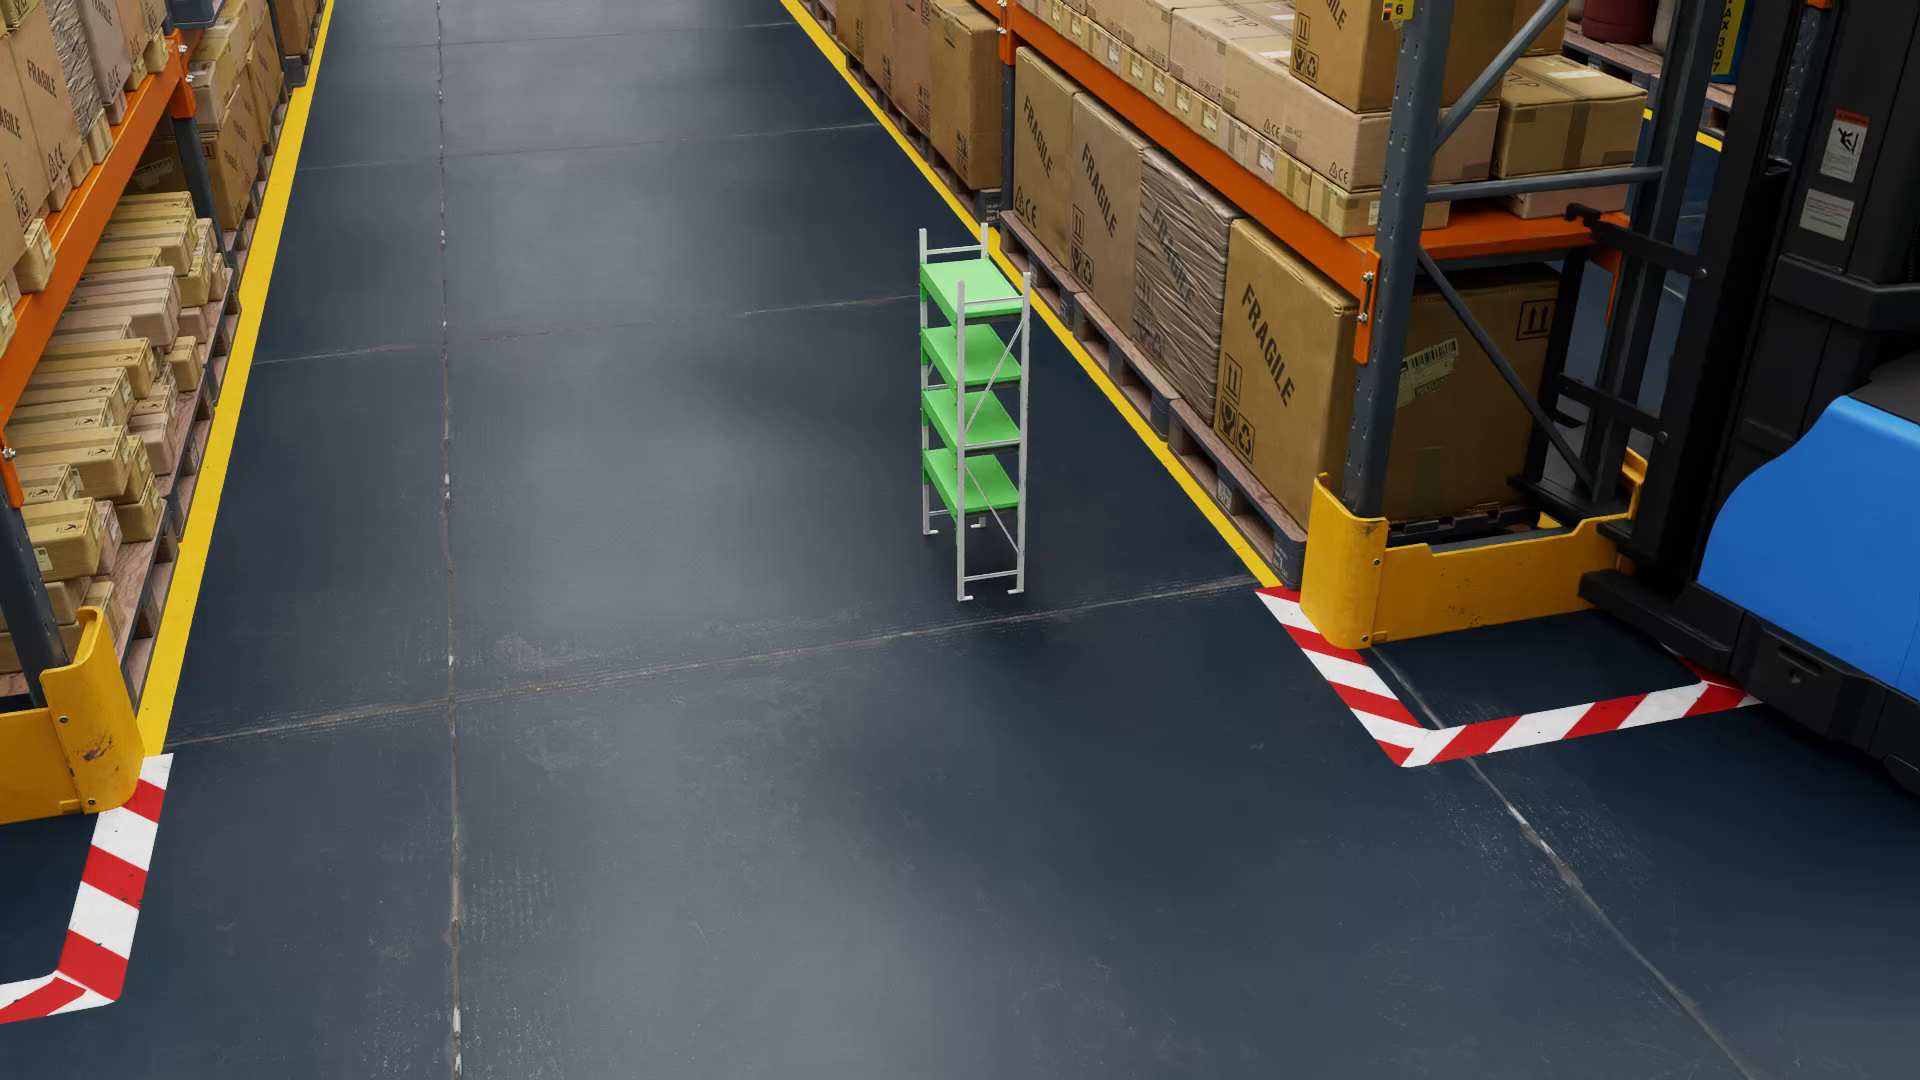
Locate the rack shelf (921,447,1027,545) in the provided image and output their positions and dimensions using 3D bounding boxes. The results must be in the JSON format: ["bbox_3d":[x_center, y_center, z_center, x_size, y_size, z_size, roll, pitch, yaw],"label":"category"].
[{"bbox_3d":[0.044,-0.176,5.964,0.258,0.148,0.480,-8,31,-13],"label":"rack shelf"}]

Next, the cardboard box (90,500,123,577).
[{"bbox_3d":[-2.938,0.016,5.358,0.380,0.149,0.250,-8,31,-14],"label":"cardboard box"}]

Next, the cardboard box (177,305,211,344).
[{"bbox_3d":[-3.537,-0.961,7.342,0.380,0.149,0.250,-9,31,-15],"label":"cardboard box"}]

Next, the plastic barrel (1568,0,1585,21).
[{"bbox_3d":[4.815,-4.224,12.618,0.421,0.512,0.421,0,30,0],"label":"plastic barrel"}]

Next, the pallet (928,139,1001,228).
[{"bbox_3d":[0.441,-2.179,9.804,1.003,0.211,1.213,-8,31,-13],"label":"pallet"}]

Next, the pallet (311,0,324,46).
[{"bbox_3d":[-5.609,-4.117,13.152,1.003,0.211,1.213,-8,31,-13],"label":"pallet"}]

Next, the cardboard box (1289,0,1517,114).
[{"bbox_3d":[1.398,-1.680,5.263,0.500,0.500,0.500,-7,31,-13],"label":"cardboard box"}]

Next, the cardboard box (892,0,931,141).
[{"bbox_3d":[0.292,-3.023,10.181,1.225,0.875,0.875,-9,31,-15],"label":"cardboard box"}]

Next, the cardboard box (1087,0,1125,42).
[{"bbox_3d":[0.861,-2.335,7.143,0.500,0.250,0.500,-7,31,-12],"label":"cardboard box"}]

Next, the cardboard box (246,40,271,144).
[{"bbox_3d":[-4.435,-2.657,9.922,0.500,0.500,0.500,-9,31,-16],"label":"cardboard box"}]

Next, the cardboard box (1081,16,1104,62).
[{"bbox_3d":[0.757,-2.223,7.347,0.380,0.149,0.250,-8,31,-14],"label":"cardboard box"}]

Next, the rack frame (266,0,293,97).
[{"bbox_3d":[-5.152,-4.345,10.762,1.000,3.000,0.127,-8,31,-13],"label":"rack frame"}]

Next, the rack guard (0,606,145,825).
[{"bbox_3d":[-3.048,0.564,4.776,1.175,0.500,0.348,-8,31,-13],"label":"rack guard"}]

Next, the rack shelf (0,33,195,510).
[{"bbox_3d":[-3.559,-1.135,5.935,1.077,0.370,4.000,-8,31,-13],"label":"rack shelf"}]

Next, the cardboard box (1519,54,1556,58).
[{"bbox_3d":[1.769,-1.673,5.999,0.500,0.250,0.500,-8,31,-14],"label":"cardboard box"}]

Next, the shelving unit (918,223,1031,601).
[{"bbox_3d":[0.044,-0.439,5.811,0.258,1.200,0.503,-8,31,-13],"label":"shelving unit"}]

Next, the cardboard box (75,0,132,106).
[{"bbox_3d":[-3.422,-1.897,6.137,0.500,0.500,0.500,-8,31,-14],"label":"cardboard box"}]

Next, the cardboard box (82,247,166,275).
[{"bbox_3d":[-3.572,-1.108,7.002,0.380,0.149,0.250,-7,31,-12],"label":"cardboard box"}]

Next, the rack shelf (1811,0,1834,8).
[{"bbox_3d":[6.025,-2.405,8.128,1.077,0.370,4.000,-8,31,-13],"label":"rack shelf"}]

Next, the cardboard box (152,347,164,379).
[{"bbox_3d":[-3.418,-0.737,6.658,0.380,0.149,0.250,-9,31,-16],"label":"cardboard box"}]

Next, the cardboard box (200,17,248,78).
[{"bbox_3d":[-4.306,-2.733,9.305,0.500,0.250,0.500,-7,31,-11],"label":"cardboard box"}]

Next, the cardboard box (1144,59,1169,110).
[{"bbox_3d":[0.963,-1.849,6.701,0.380,0.149,0.250,-7,31,-12],"label":"cardboard box"}]

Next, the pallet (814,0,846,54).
[{"bbox_3d":[-0.549,-4.126,13.168,1.003,0.211,1.213,-8,31,-13],"label":"pallet"}]

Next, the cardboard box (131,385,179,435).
[{"bbox_3d":[-3.282,-0.470,6.494,0.380,0.149,0.250,-8,31,-13],"label":"cardboard box"}]

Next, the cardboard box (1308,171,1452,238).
[{"bbox_3d":[1.369,-1.111,5.426,0.380,0.149,0.250,-7,31,-12],"label":"cardboard box"}]

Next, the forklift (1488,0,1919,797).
[{"bbox_3d":[2.592,-1.186,5.374,1.130,2.935,3.031,-17,34,-26],"label":"forklift"}]

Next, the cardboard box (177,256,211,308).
[{"bbox_3d":[-3.528,-1.123,7.326,0.380,0.149,0.250,-9,31,-15],"label":"cardboard box"}]

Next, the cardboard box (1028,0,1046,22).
[{"bbox_3d":[0.546,-2.601,8.000,0.380,0.149,0.250,-9,31,-15],"label":"cardboard box"}]

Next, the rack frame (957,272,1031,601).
[{"bbox_3d":[0.109,-0.321,5.608,0.240,1.200,0.015,-8,31,-13],"label":"rack frame"}]

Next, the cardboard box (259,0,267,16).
[{"bbox_3d":[-4.717,-3.474,10.584,0.500,0.250,0.500,-9,31,-14],"label":"cardboard box"}]

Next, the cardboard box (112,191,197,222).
[{"bbox_3d":[-3.745,-1.481,7.647,0.380,0.149,0.250,-7,31,-12],"label":"cardboard box"}]

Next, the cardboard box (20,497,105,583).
[{"bbox_3d":[-2.840,0.016,5.061,0.380,0.149,0.250,-9,31,-16],"label":"cardboard box"}]

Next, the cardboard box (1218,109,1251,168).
[{"bbox_3d":[1.167,-1.479,6.062,0.380,0.149,0.250,-7,31,-12],"label":"cardboard box"}]

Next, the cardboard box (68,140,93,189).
[{"bbox_3d":[-3.261,-1.319,5.785,0.380,0.149,0.250,-7,31,-11],"label":"cardboard box"}]

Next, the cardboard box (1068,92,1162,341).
[{"bbox_3d":[1.056,-1.521,7.586,0.875,0.875,0.875,-8,31,-13],"label":"cardboard box"}]

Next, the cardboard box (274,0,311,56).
[{"bbox_3d":[-5.227,-3.859,11.749,1.050,0.750,0.750,-8,31,-14],"label":"cardboard box"}]

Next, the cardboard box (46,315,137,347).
[{"bbox_3d":[-3.367,-0.726,6.343,0.380,0.149,0.250,-8,31,-13],"label":"cardboard box"}]

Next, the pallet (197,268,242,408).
[{"bbox_3d":[-3.878,-0.886,7.570,1.003,0.211,1.213,-8,31,-13],"label":"pallet"}]

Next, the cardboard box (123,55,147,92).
[{"bbox_3d":[-3.602,-1.950,6.876,0.380,0.149,0.250,-7,31,-11],"label":"cardboard box"}]

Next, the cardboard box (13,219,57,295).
[{"bbox_3d":[-2.926,-0.827,4.934,0.380,0.149,0.250,-9,31,-15],"label":"cardboard box"}]

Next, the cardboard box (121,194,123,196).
[{"bbox_3d":[-4.529,-1.837,8.505,0.500,0.500,0.500,-8,31,-14],"label":"cardboard box"}]

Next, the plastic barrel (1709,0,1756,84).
[{"bbox_3d":[5.178,-3.563,11.086,0.600,0.901,0.708,-8,31,-13],"label":"plastic barrel"}]

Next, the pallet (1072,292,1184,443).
[{"bbox_3d":[1.173,-0.848,7.505,1.003,0.211,1.213,-8,31,-13],"label":"pallet"}]

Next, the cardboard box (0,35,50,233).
[{"bbox_3d":[-3.048,-1.161,4.866,0.500,0.500,0.500,-8,31,-13],"label":"cardboard box"}]

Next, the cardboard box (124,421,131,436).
[{"bbox_3d":[-3.214,-0.345,5.981,0.380,0.149,0.250,-9,31,-16],"label":"cardboard box"}]

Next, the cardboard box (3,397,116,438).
[{"bbox_3d":[-3.118,-0.349,5.691,0.380,0.149,0.250,-9,31,-16],"label":"cardboard box"}]

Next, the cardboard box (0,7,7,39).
[{"bbox_3d":[-3.032,-1.581,4.591,0.500,0.500,0.500,-7,31,-12],"label":"cardboard box"}]

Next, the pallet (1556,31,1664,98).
[{"bbox_3d":[5.002,-3.444,11.989,1.003,0.211,1.213,-8,31,-13],"label":"pallet"}]

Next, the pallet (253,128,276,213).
[{"bbox_3d":[-4.625,-2.172,9.792,1.003,0.211,1.213,-8,31,-13],"label":"pallet"}]

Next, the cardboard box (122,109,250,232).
[{"bbox_3d":[-4.030,-1.905,8.623,0.500,0.500,0.500,-7,31,-11],"label":"cardboard box"}]

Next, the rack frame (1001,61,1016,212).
[{"bbox_3d":[0.719,-3.023,8.479,1.000,3.000,0.127,-8,31,-13],"label":"rack frame"}]

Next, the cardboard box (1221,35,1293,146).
[{"bbox_3d":[1.262,-1.599,5.871,0.500,0.250,0.500,-8,31,-14],"label":"cardboard box"}]
